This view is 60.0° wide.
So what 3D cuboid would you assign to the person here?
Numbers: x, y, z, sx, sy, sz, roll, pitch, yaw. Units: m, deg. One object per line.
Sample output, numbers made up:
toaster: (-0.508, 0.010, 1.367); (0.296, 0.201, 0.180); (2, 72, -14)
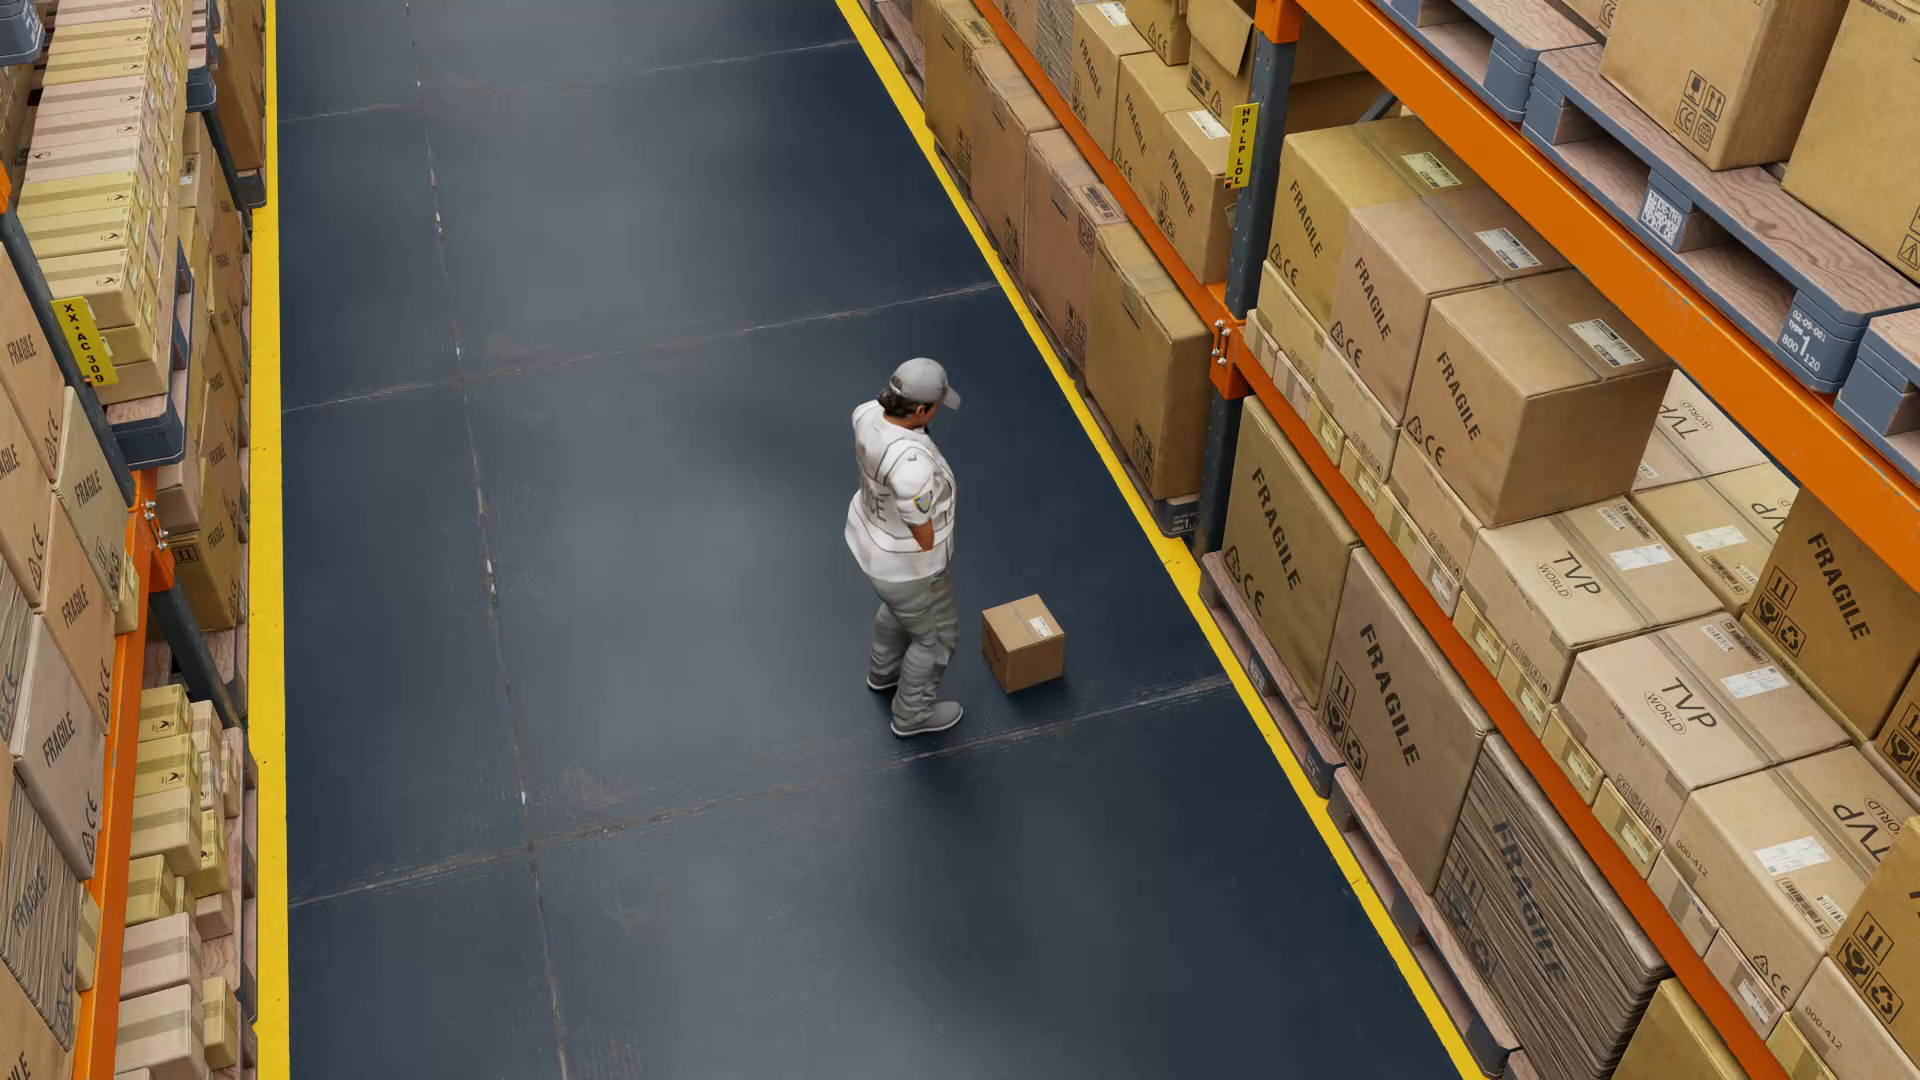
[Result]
person: (-0.197, 0.024, 6.157); (0.429, 1.643, 0.483); (-16, 45, -17)
